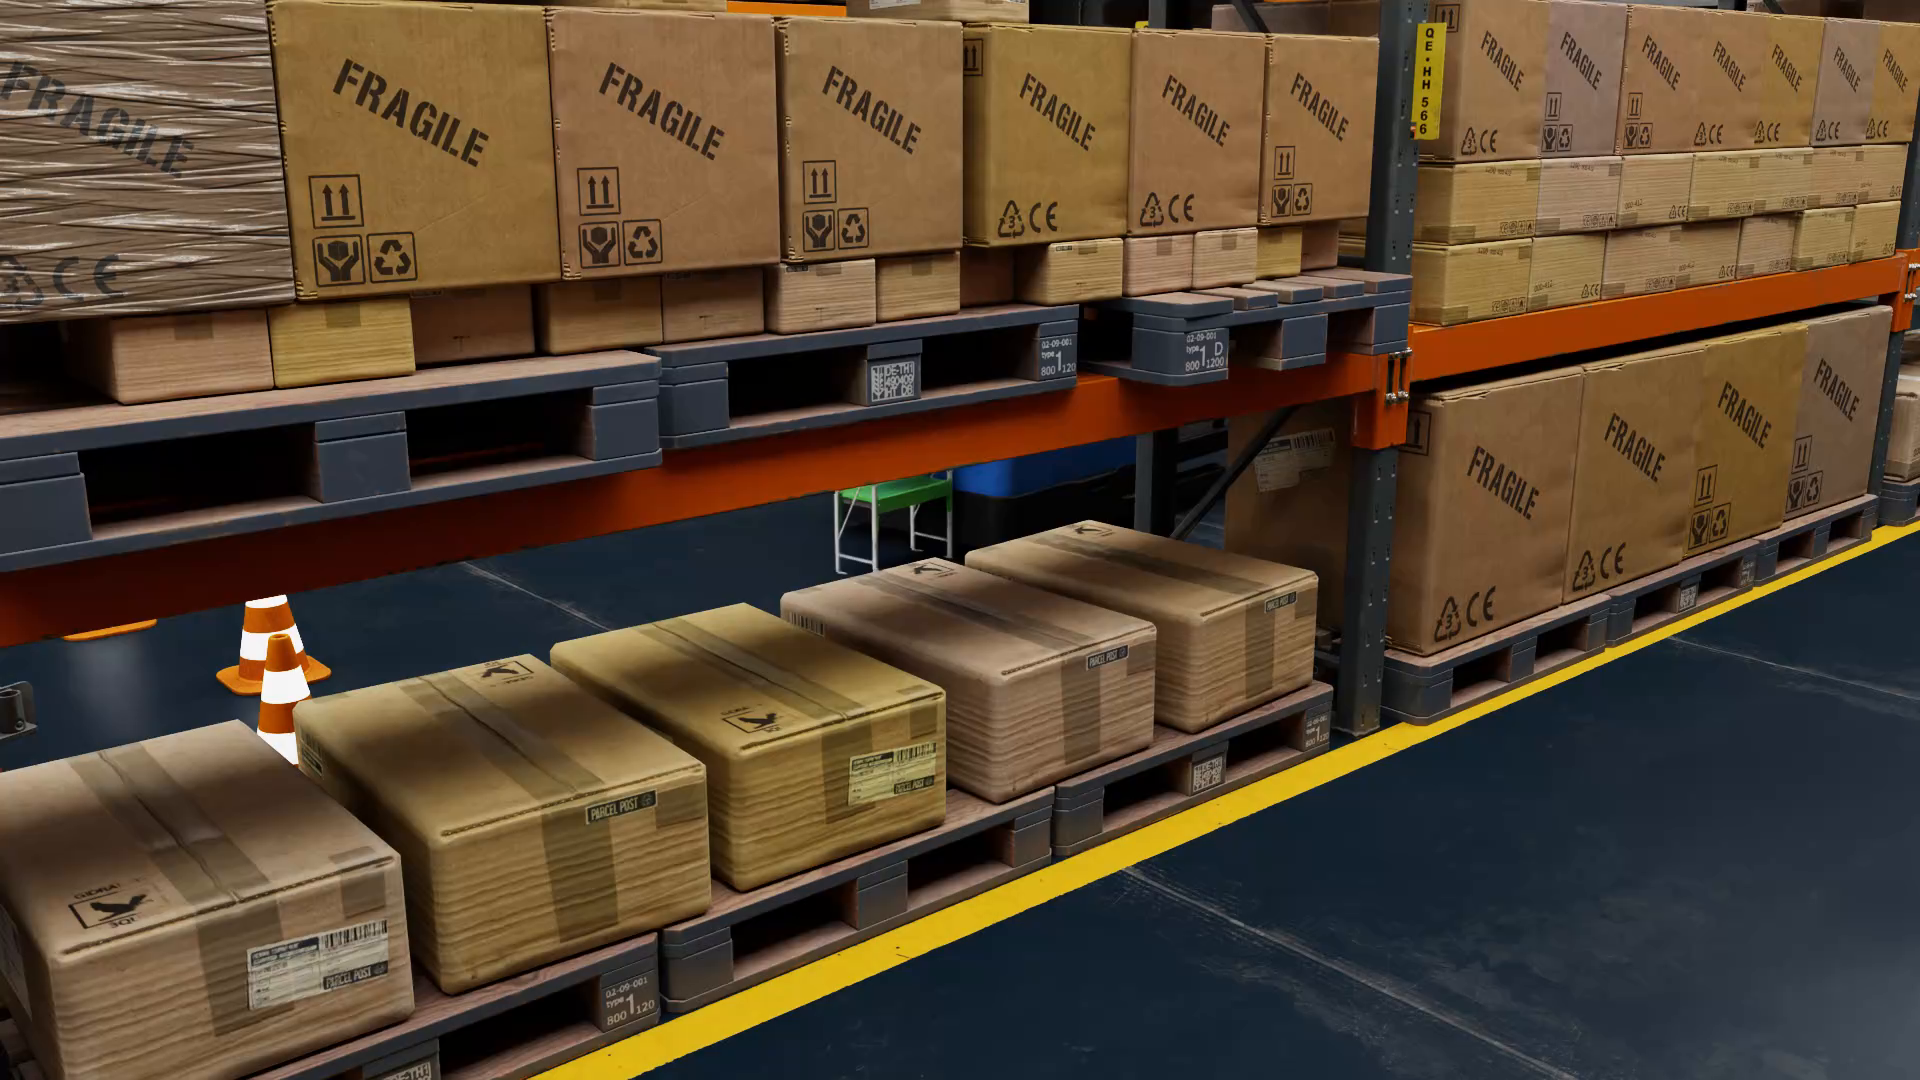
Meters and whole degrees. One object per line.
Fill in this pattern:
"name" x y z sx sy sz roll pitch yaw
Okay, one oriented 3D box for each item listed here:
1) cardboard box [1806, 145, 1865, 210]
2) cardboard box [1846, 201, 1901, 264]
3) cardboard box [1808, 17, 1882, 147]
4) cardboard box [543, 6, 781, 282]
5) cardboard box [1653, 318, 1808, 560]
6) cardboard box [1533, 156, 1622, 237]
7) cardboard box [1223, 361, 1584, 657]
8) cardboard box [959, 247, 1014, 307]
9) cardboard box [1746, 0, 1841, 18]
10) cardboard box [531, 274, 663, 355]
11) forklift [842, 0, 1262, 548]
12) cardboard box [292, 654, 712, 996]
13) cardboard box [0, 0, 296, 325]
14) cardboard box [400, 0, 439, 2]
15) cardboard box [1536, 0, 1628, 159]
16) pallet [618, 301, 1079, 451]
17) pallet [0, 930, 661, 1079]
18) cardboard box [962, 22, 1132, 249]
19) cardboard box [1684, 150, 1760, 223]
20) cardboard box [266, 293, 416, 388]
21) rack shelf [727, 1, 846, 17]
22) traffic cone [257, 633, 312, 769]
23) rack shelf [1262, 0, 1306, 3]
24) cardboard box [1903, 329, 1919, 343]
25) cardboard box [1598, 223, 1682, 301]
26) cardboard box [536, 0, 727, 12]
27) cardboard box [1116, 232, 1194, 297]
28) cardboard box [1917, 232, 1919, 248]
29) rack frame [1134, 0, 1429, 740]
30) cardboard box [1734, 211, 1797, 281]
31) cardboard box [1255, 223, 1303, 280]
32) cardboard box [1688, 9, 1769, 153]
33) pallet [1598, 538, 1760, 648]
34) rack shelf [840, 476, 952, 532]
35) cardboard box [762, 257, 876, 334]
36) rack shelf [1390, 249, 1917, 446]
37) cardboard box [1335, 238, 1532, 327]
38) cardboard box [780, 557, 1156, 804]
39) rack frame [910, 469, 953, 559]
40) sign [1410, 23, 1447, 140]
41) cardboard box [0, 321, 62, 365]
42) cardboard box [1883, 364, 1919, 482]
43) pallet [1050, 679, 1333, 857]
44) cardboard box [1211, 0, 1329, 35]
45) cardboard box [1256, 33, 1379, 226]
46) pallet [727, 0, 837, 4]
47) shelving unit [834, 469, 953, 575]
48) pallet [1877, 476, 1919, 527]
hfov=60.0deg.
"cardboard box" 3.466 -1.552 7.071 0.500 0.250 0.500 -12 19 -38
"cardboard box" 3.838 -1.394 7.447 0.500 0.250 0.500 -13 20 -41
"cardboard box" 3.453 -1.909 6.954 0.500 0.500 0.500 -12 19 -38
"cardboard box" -0.723 -0.821 3.427 0.500 0.500 0.500 -13 20 -40
"cardboard box" 2.919 -0.493 7.086 0.875 0.875 0.875 -12 19 -38
"cardboard box" 1.928 -1.208 5.782 0.500 0.250 0.500 -12 19 -38
"cardboard box" 1.569 -0.191 5.956 0.875 0.875 0.875 -13 20 -40
"cardboard box" -0.081 -0.675 4.136 0.250 0.149 0.380 -12 19 -39
"cardboard box" 4.034 -2.550 8.097 0.250 0.149 0.380 -13 20 -40
"cardboard box" -0.820 -0.489 3.441 0.250 0.149 0.380 -12 19 -39
"forklift" 0.774 -1.672 8.332 1.130 2.935 3.031 12 19 38
"cardboard box" -1.090 0.619 3.900 0.625 0.372 0.950 -11 19 -36
"cardboard box" -1.482 -0.655 2.805 0.500 0.500 0.500 -12 19 -38
"cardboard box" -1.313 -1.186 3.537 0.250 0.149 0.380 -13 20 -41
"cardboard box" 1.894 -1.567 5.673 0.500 0.500 0.500 -13 19 -39
"pallet" -0.473 -0.478 4.098 1.213 0.211 1.003 -13 19 -39
"pallet" -1.438 0.979 3.677 1.213 0.211 1.003 -13 19 -39
"cardboard box" 0.070 -1.002 4.106 0.500 0.500 0.500 -14 21 -43
"cardboard box" 2.704 -1.373 6.401 0.500 0.250 0.500 -12 19 -38
"cardboard box" -1.206 -0.390 3.072 0.250 0.149 0.380 -12 19 -38
"rack shelf" -0.986 -4.961 16.092 4.000 0.370 1.077 -13 19 -39
"traffic cone" -2.008 0.507 4.956 0.334 0.463 0.336 -13 19 -39
"rack shelf" 2.194 -3.978 12.413 4.000 0.370 1.077 -13 19 -39
"cardboard box" 5.911 -0.946 9.631 0.875 0.438 0.875 -12 19 -38
"cardboard box" 2.303 -1.054 6.172 0.500 0.250 0.500 -12 19 -38
"cardboard box" -0.685 -1.159 3.437 0.250 0.149 0.380 -11 19 -36
"cardboard box" 0.390 -0.742 4.389 0.250 0.149 0.380 -14 20 -42
"cardboard box" 4.537 -1.668 7.990 0.500 0.500 0.500 -12 19 -38
"rack frame" 0.993 -0.914 5.359 0.127 3.000 1.000 -13 19 -39
"cardboard box" 3.060 -1.226 6.819 0.500 0.250 0.500 -13 20 -41
"cardboard box" 0.746 -0.835 4.735 0.250 0.149 0.380 -12 19 -39
"cardboard box" 2.677 -1.737 6.307 0.500 0.500 0.500 -12 19 -38
"pallet" 2.558 0.109 6.933 1.213 0.211 1.003 -13 19 -39
"rack shelf" -0.286 -0.172 7.248 0.258 0.148 0.480 12 19 38
"cardboard box" -0.398 -0.565 3.727 0.250 0.149 0.380 -12 19 -37
"rack shelf" 2.502 -0.905 6.720 4.000 0.370 1.077 -13 19 -39
"cardboard box" 1.528 -0.875 5.505 0.500 0.250 0.500 -13 20 -40
"cardboard box" 0.009 0.373 4.819 0.625 0.372 0.950 -13 20 -40
"rack frame" -0.129 -0.514 7.350 0.240 1.200 0.015 12 19 38
"sign" 1.357 -1.331 4.830 0.005 0.325 0.100 -13 19 -39
"cardboard box" -1.817 -0.459 3.328 0.250 0.149 0.380 -12 19 -39
"cardboard box" 4.555 -0.642 8.492 0.875 0.438 0.875 -13 20 -40
"pallet" 0.403 0.565 5.224 1.213 0.211 1.003 -13 19 -39
"cardboard box" 1.212 -1.584 5.735 0.500 0.500 0.500 -13 20 -41
"cardboard box" 0.833 -1.178 4.762 0.500 0.500 0.500 -13 20 -41
"pallet" -1.870 -5.064 15.254 1.213 0.211 1.003 -13 19 -39
"shelving unit" -0.286 -0.466 7.169 0.258 1.200 0.503 12 19 38
"pallet" 4.636 -0.358 8.681 1.213 0.211 1.003 -13 19 -39
